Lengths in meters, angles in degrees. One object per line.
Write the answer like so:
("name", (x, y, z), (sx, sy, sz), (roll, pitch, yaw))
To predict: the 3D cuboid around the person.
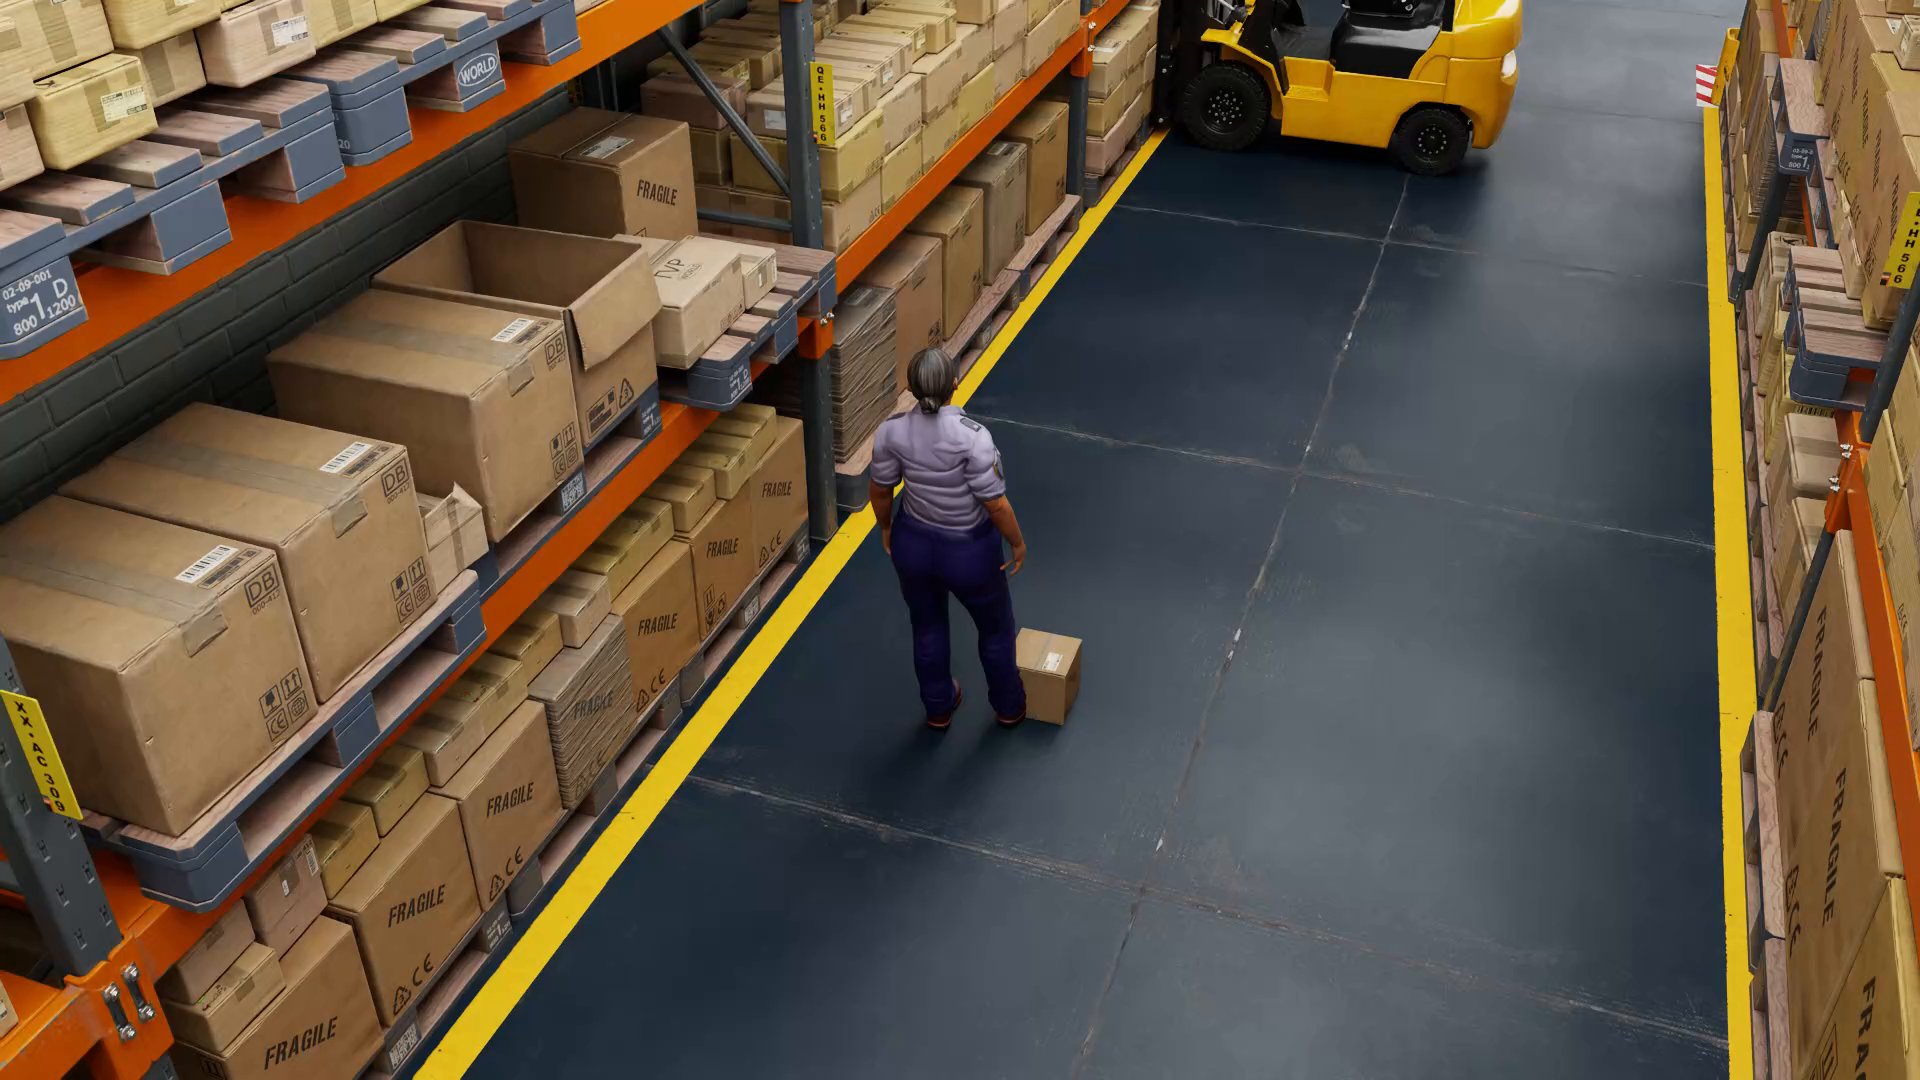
("person", (-0.001, -0.012, 6.152), (0.598, 1.651, 0.503), (11, 35, 16))
